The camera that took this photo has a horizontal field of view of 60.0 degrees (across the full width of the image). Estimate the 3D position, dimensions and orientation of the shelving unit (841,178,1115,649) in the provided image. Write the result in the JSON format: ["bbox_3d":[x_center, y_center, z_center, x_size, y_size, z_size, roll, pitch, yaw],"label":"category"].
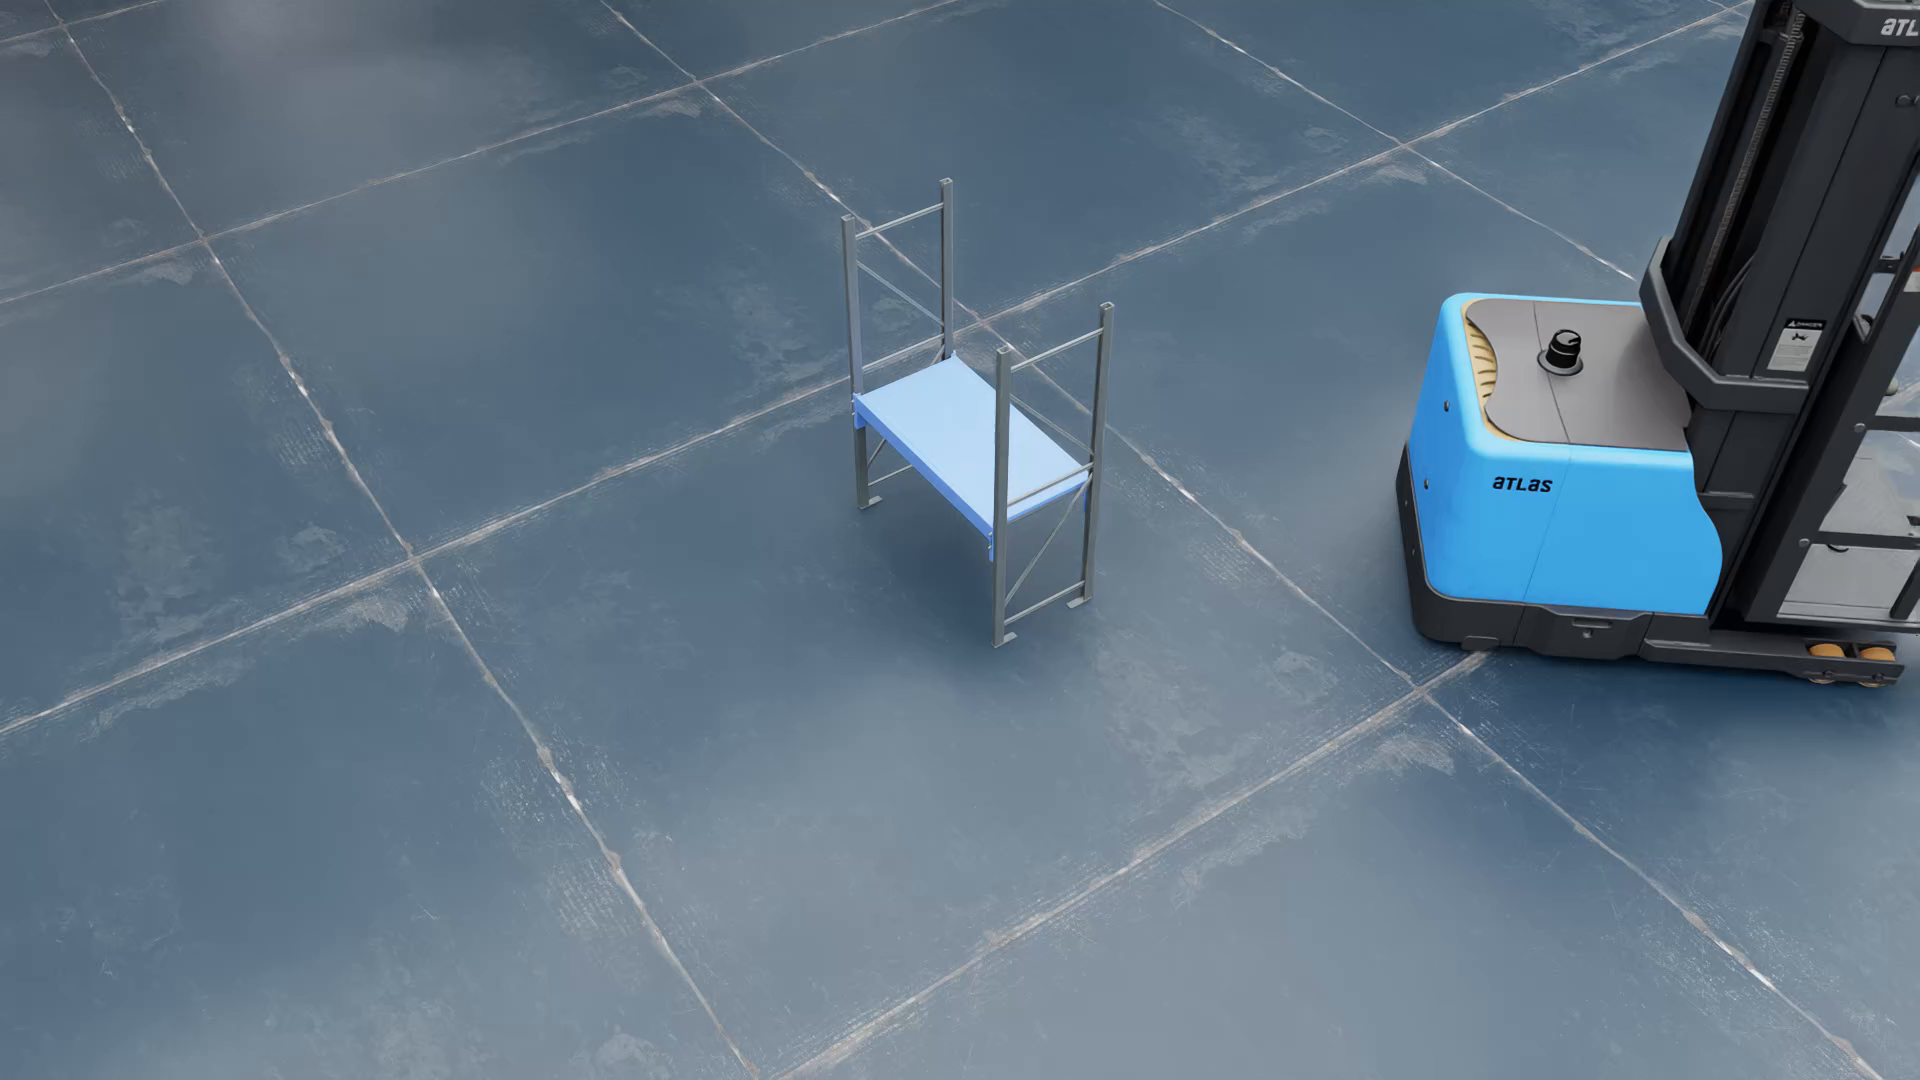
[{"bbox_3d":[0.049,-0.494,6.673,0.538,1.500,1.048,-26,49,-24],"label":"shelving unit"}]

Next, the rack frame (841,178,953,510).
[{"bbox_3d":[-0.242,-0.782,6.974,0.500,1.500,0.032,-26,49,-24],"label":"rack frame"}]

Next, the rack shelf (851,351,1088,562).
[{"bbox_3d":[0.049,-0.364,6.797,0.538,0.185,1.000,-26,49,-24],"label":"rack shelf"}]

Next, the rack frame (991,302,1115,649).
[{"bbox_3d":[0.340,-0.206,6.371,0.500,1.500,0.032,-26,49,-24],"label":"rack frame"}]

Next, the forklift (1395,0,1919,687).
[{"bbox_3d":[3.402,-0.862,6.022,3.031,2.935,1.130,4,44,4],"label":"forklift"}]
